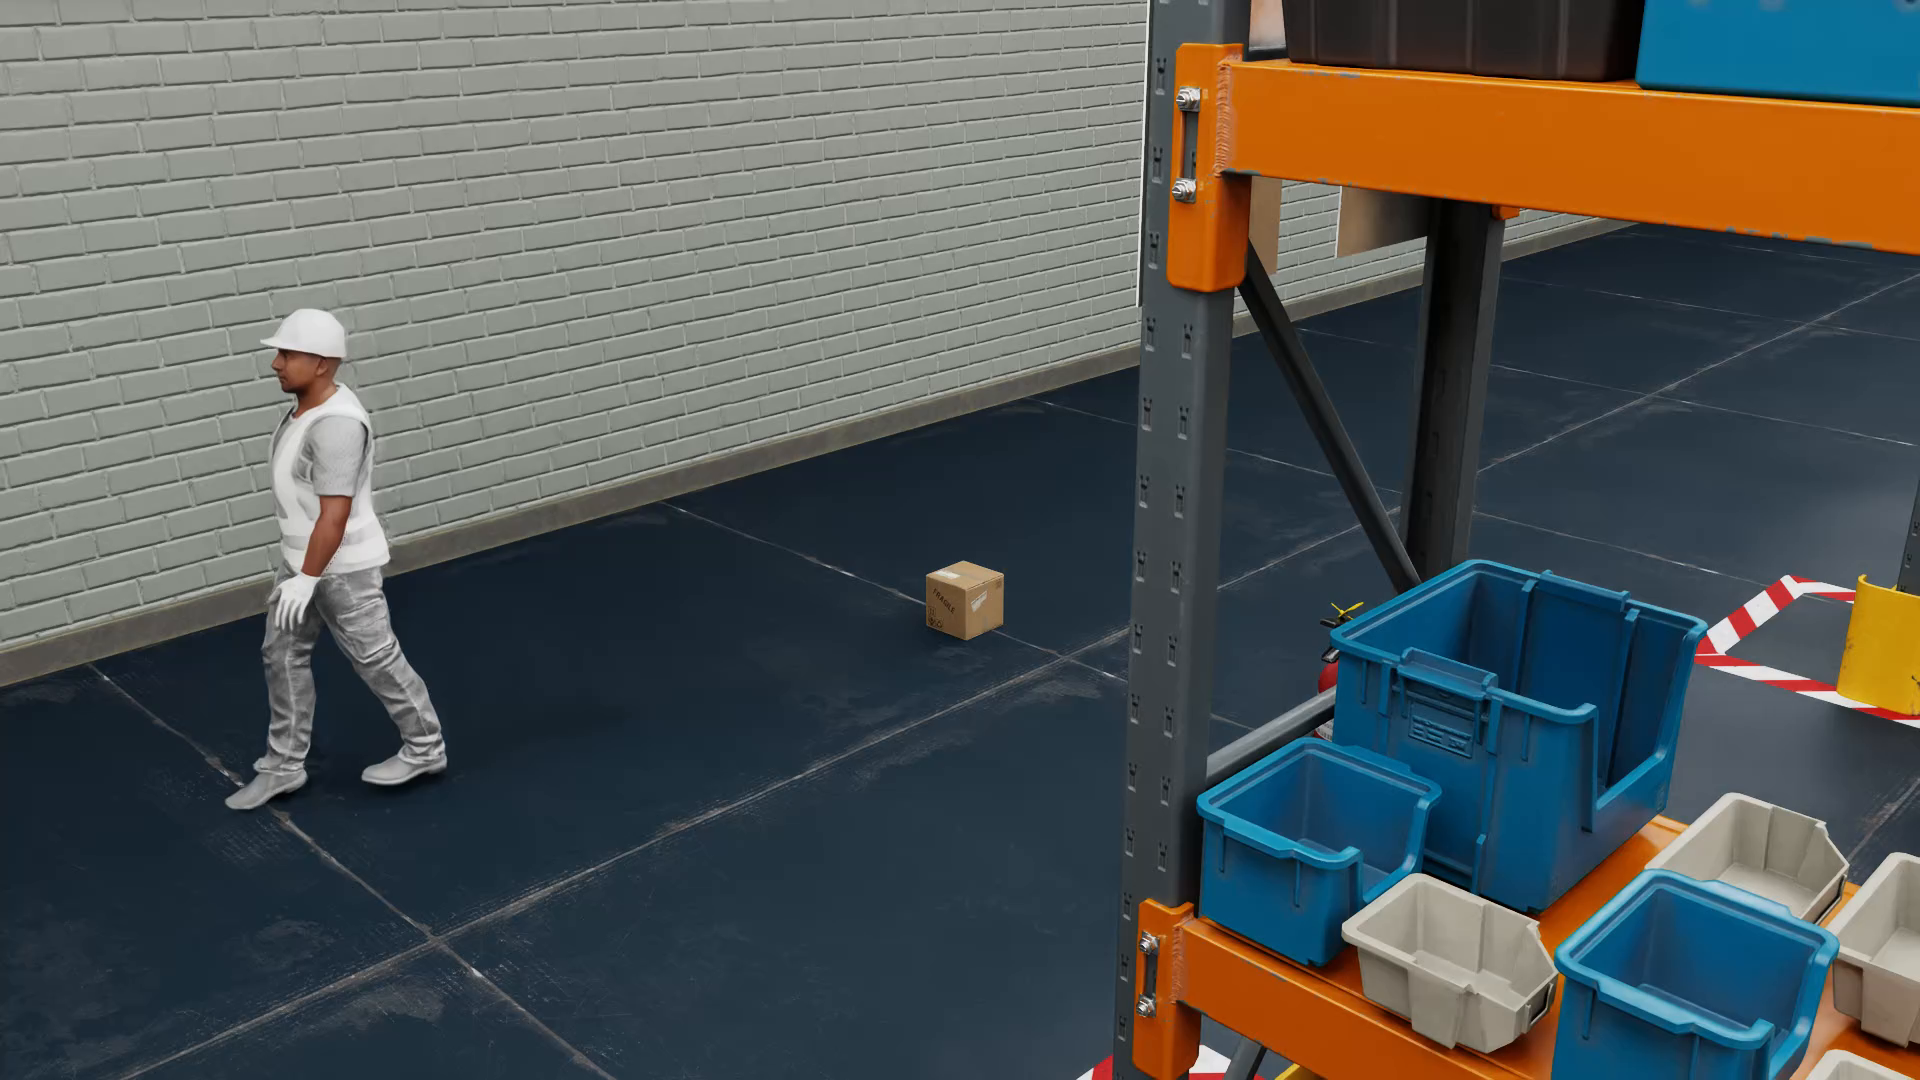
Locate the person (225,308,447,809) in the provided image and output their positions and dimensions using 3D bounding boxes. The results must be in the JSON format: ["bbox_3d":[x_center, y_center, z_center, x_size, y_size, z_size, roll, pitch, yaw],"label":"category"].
[{"bbox_3d":[-2.255,0.109,5.768,0.755,1.818,0.603,-12,24,-29],"label":"person"}]
